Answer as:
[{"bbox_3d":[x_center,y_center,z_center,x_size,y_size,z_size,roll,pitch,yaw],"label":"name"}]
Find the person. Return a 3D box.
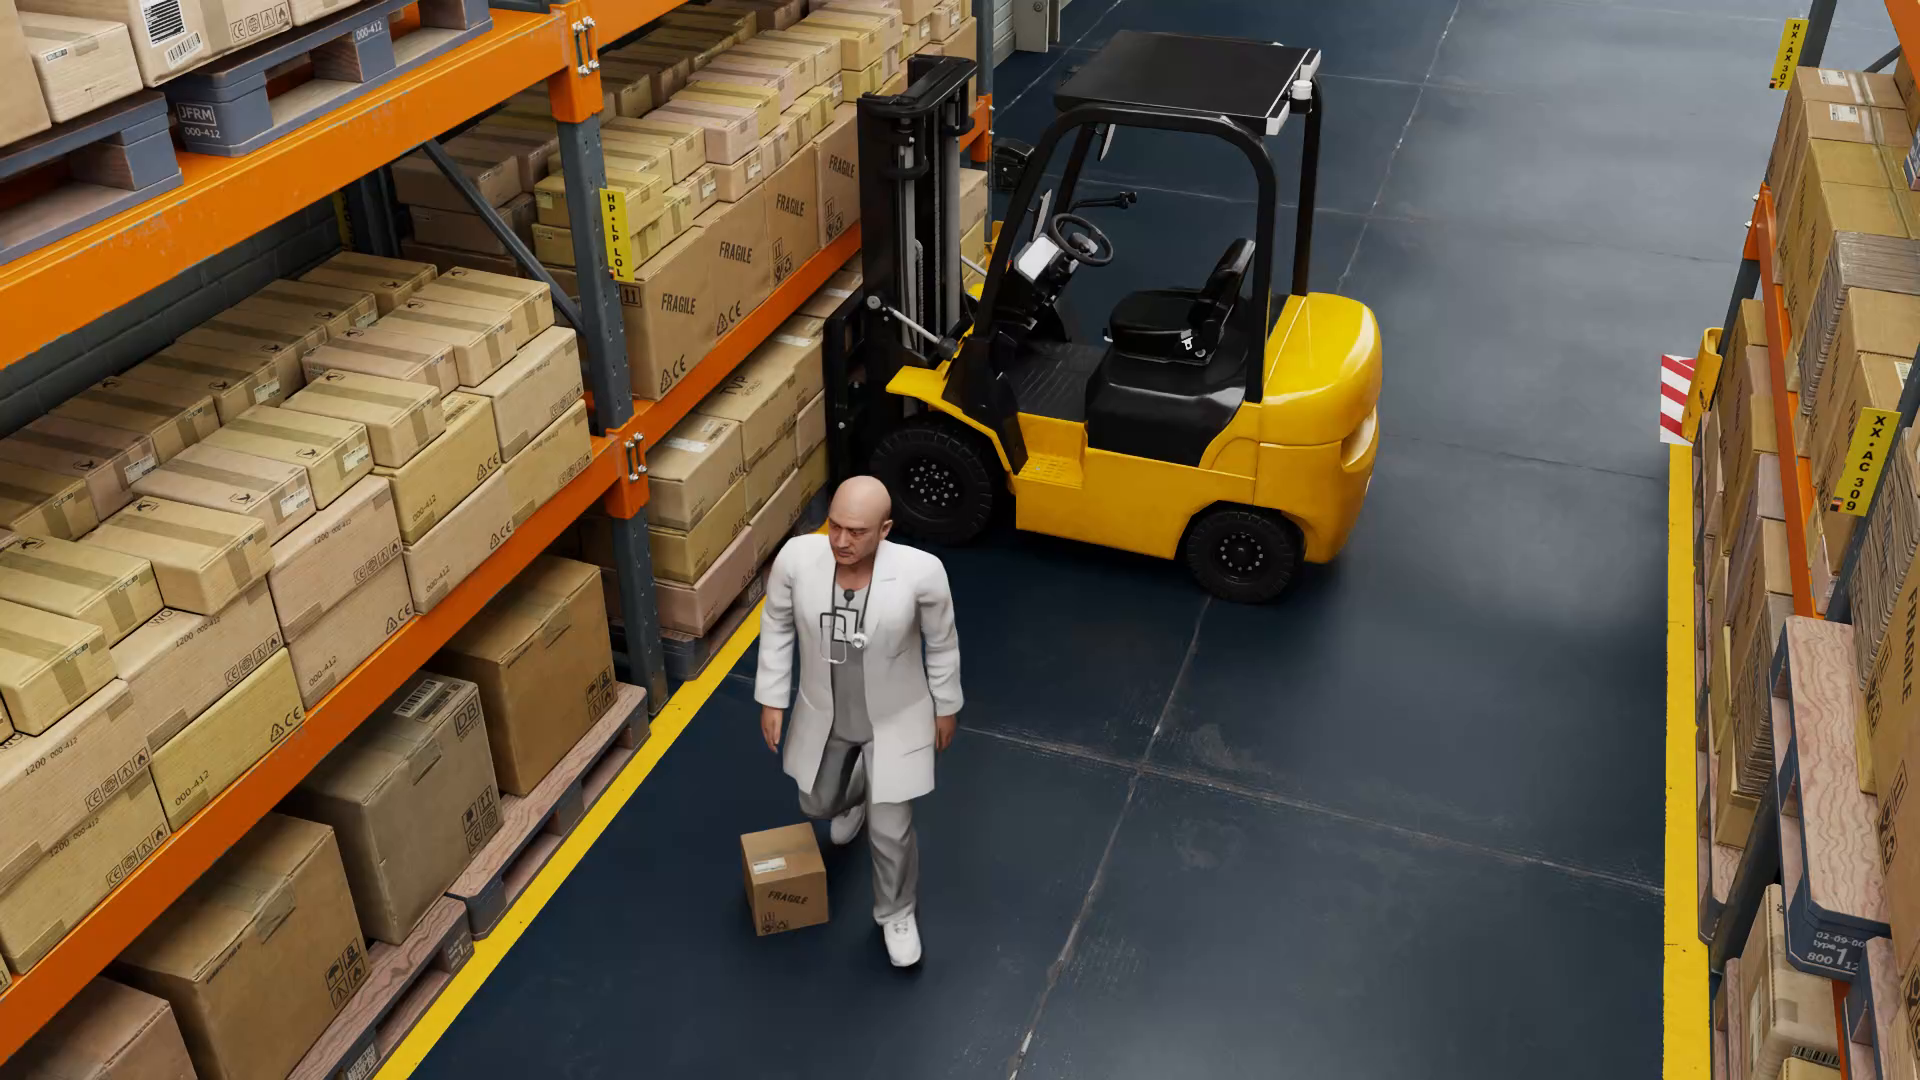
[{"bbox_3d":[-0.301,0.485,5.384,0.652,1.751,0.771,7,34,11],"label":"person"}]
